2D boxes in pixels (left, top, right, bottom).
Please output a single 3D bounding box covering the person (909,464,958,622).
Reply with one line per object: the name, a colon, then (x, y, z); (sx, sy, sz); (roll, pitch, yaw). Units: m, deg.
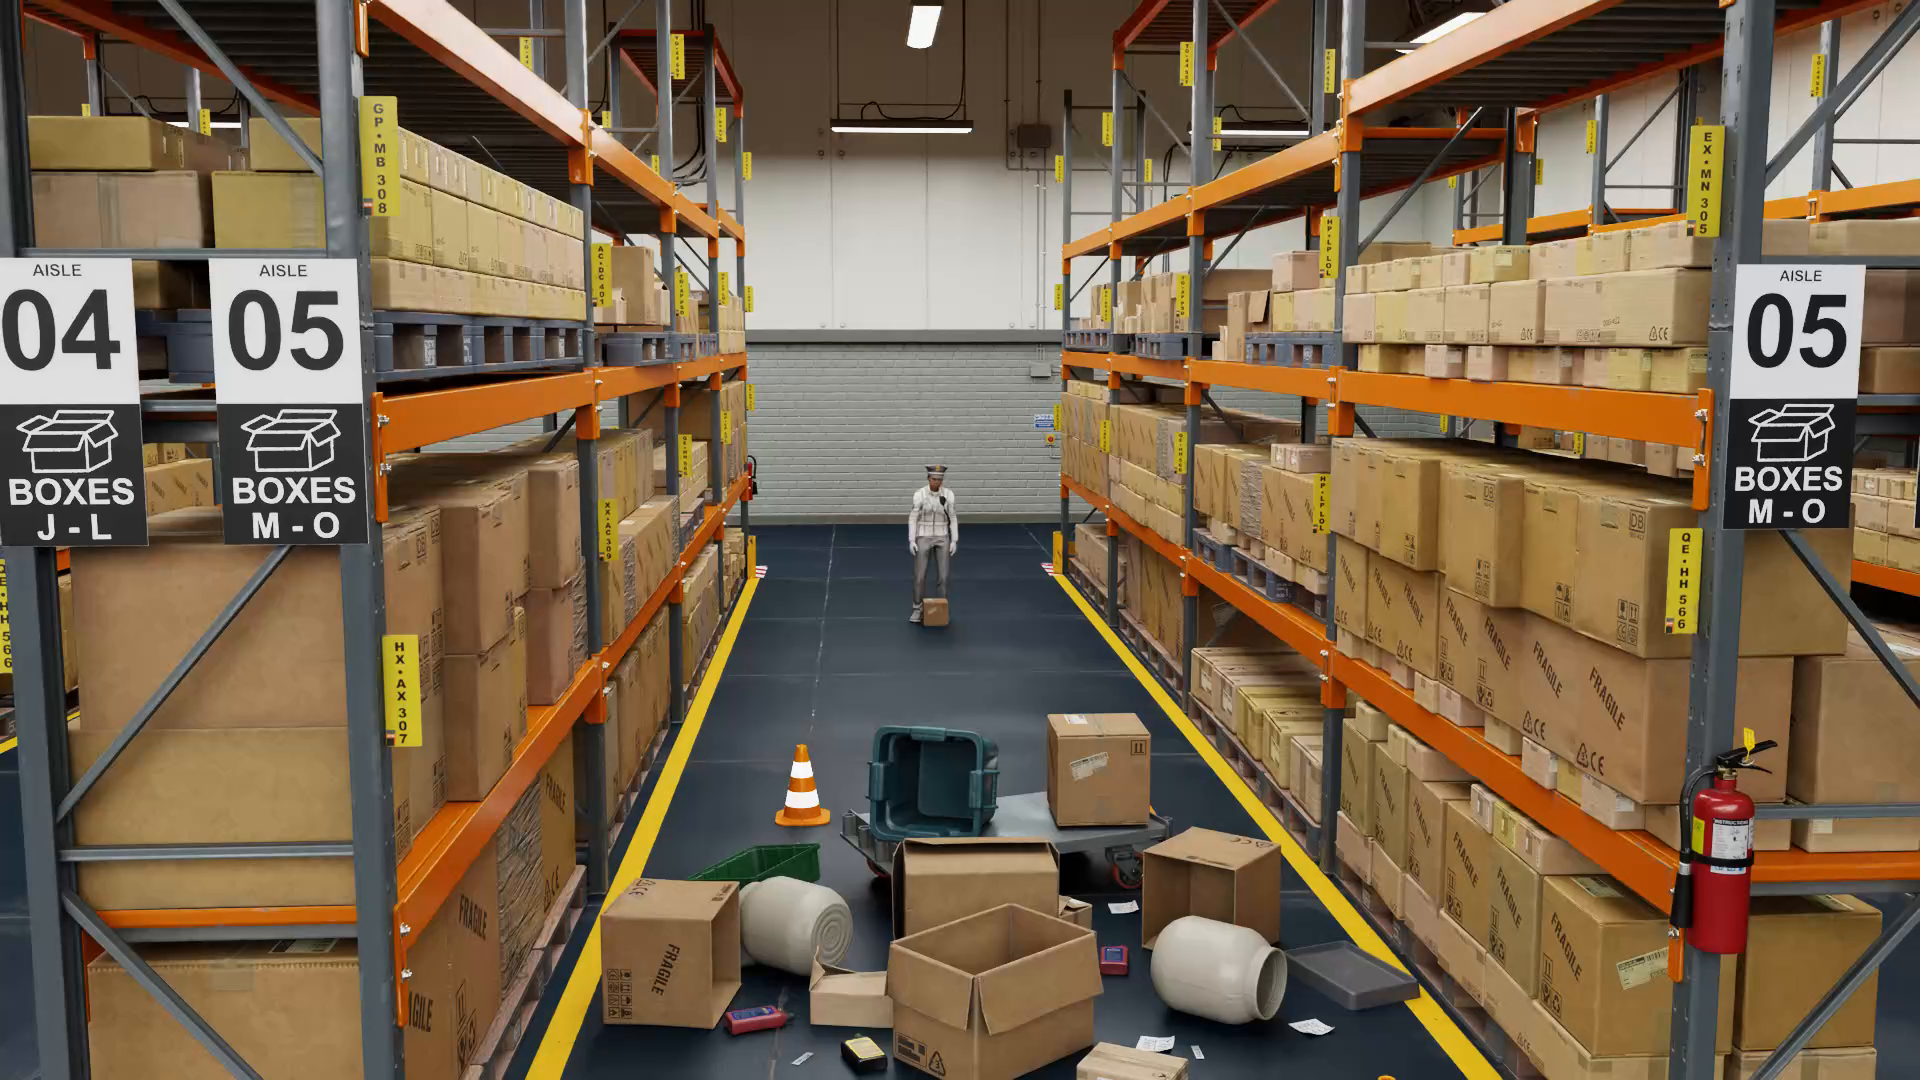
person: (-0.280, 0.026, 17.529); (0.531, 1.662, 0.375); (-1, 7, -6)
